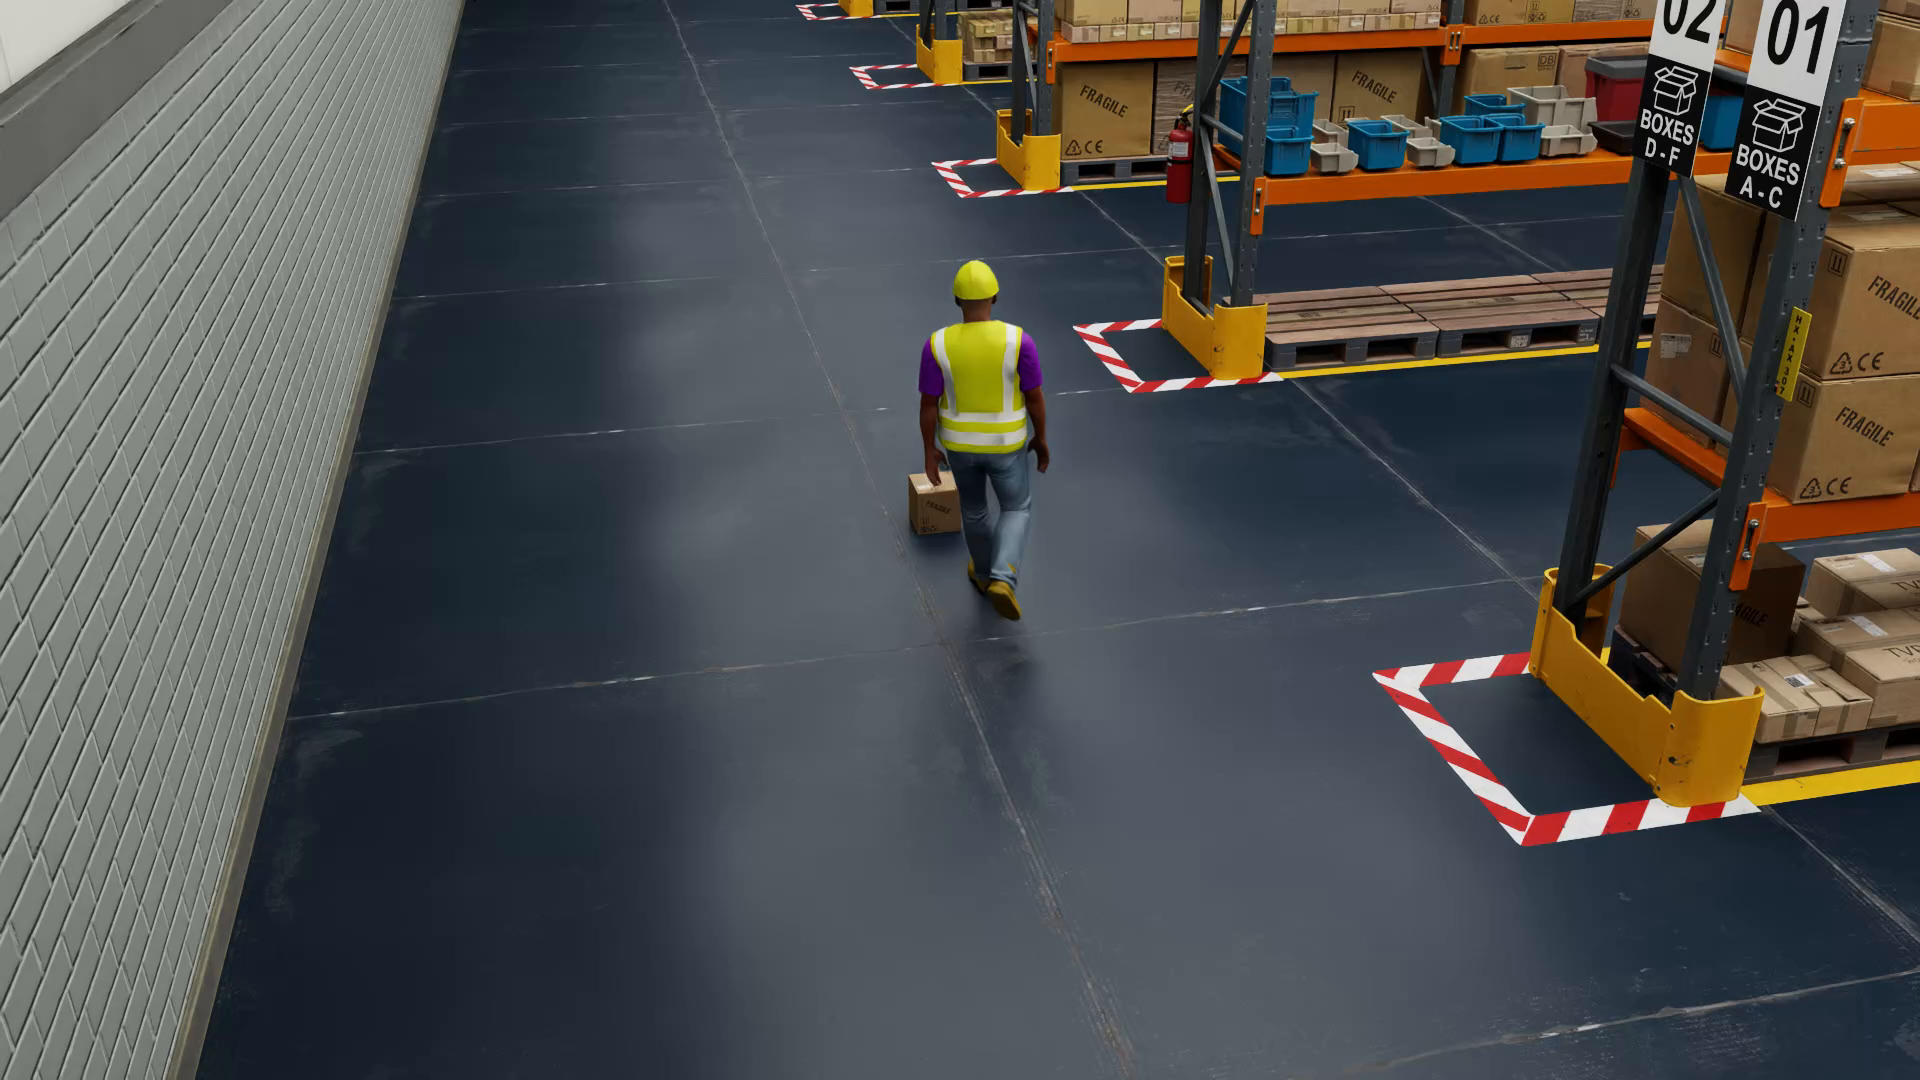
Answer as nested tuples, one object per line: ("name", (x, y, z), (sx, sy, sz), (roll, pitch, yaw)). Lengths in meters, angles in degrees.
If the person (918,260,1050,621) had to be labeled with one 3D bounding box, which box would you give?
("person", (0.117, -0.460, 7.869), (0.608, 1.744, 0.796), (4, 27, 8))
